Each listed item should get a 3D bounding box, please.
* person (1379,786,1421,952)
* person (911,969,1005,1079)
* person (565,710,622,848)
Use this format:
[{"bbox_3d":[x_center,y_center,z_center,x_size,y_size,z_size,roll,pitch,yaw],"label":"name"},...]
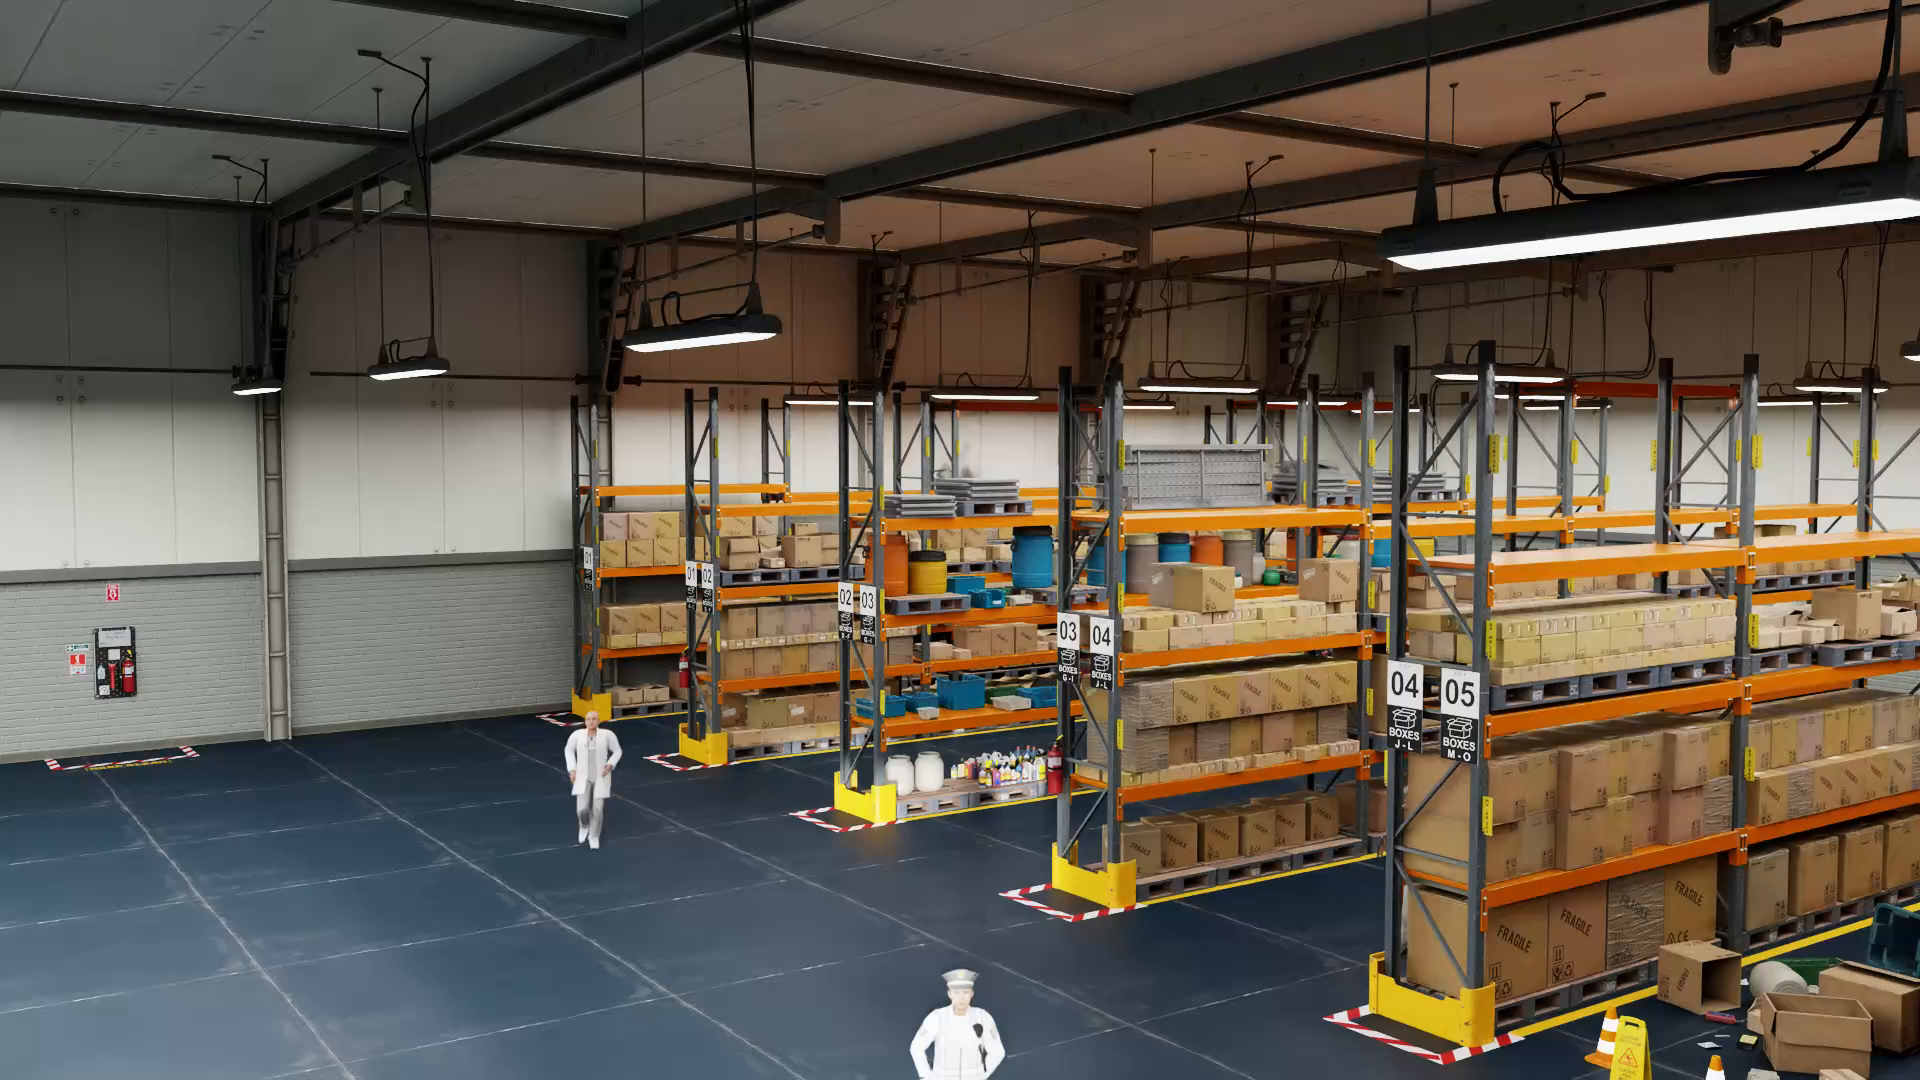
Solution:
[{"bbox_3d":[4.583,3.326,16.928,0.849,1.659,0.607,-3,5,-43],"label":"person"},{"bbox_3d":[-0.007,3.667,11.116,0.629,1.651,0.511,0,3,-7],"label":"person"},{"bbox_3d":[-4.642,3.026,21.051,0.723,1.746,0.629,-1,3,-9],"label":"person"}]
